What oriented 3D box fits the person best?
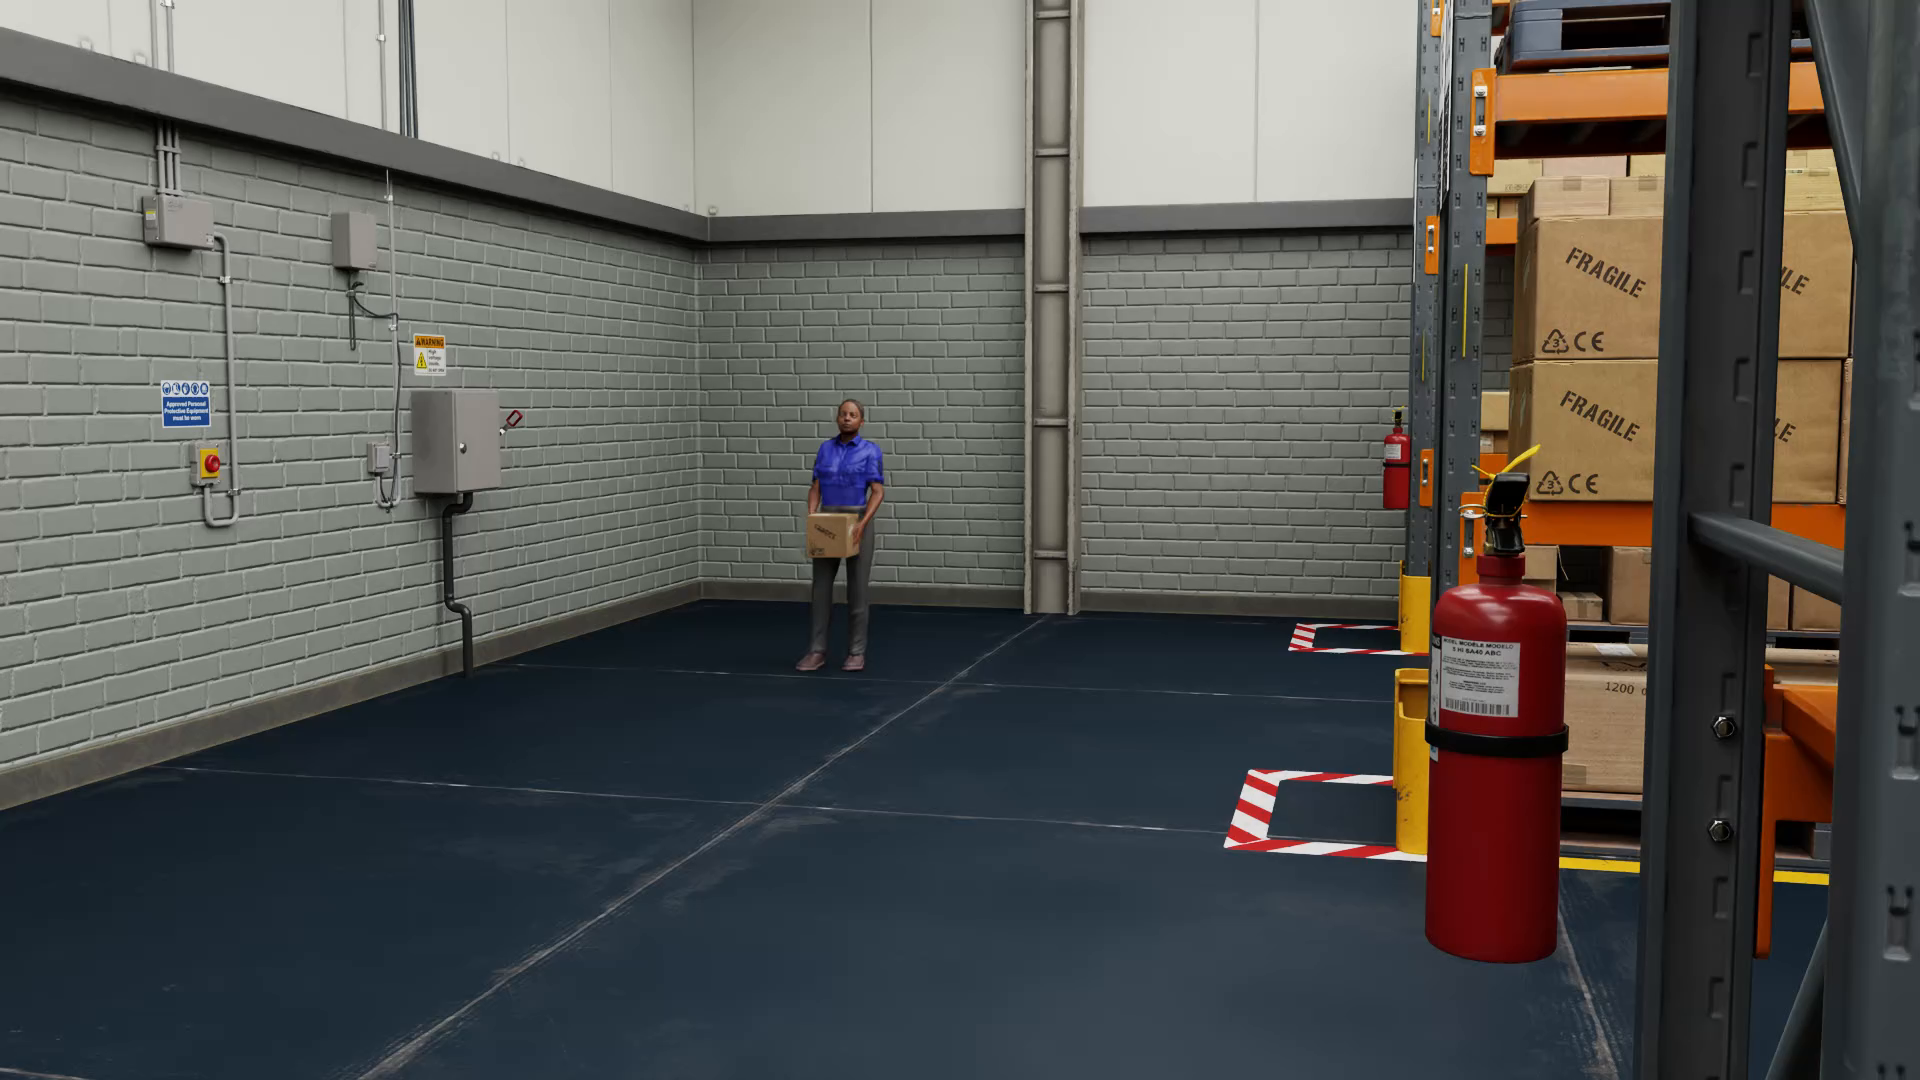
[{"bbox_3d":[-0.723,-0.033,10.175,0.512,1.658,0.441,1,5,13],"label":"person"}]
